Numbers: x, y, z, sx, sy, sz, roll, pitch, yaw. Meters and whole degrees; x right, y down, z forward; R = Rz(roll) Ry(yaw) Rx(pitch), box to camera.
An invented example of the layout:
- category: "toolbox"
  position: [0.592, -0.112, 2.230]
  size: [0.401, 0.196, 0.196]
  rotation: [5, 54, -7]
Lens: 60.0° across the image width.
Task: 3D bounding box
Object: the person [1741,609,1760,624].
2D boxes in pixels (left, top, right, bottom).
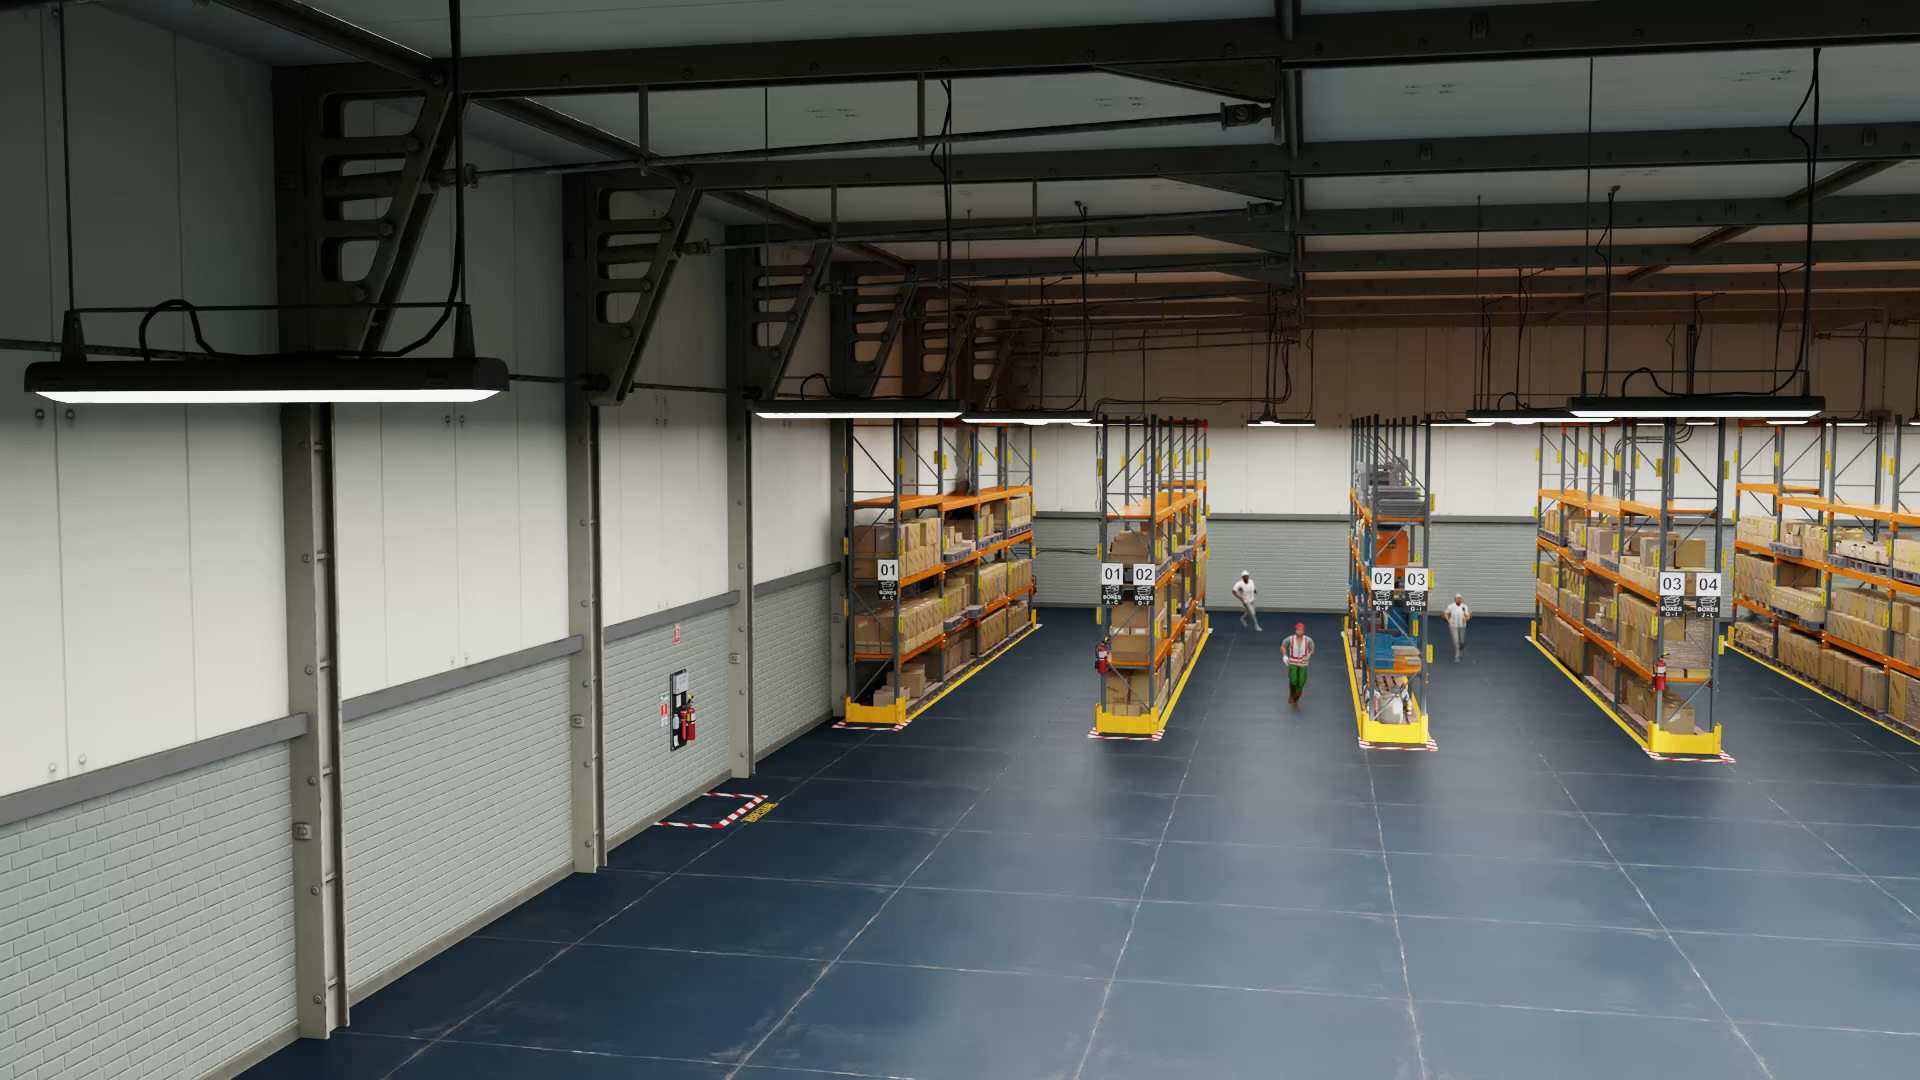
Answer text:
- category: "person"
  position: [21.458, 1.879, 45.001]
  size: [0.541, 1.708, 0.760]
  rotation: [4, 5, 43]

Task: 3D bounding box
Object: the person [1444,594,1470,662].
- category: "person"
  position: [12.313, 2.165, 41.162]
  size: [0.613, 1.660, 0.688]
  rotation: [1, 4, 9]

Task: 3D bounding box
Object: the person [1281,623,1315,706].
- category: "person"
  position: [6.945, 2.570, 34.104]
  size: [0.657, 1.736, 0.628]
  rotation: [0, 4, 5]

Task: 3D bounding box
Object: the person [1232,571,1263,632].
- category: "person"
  position: [8.099, 1.729, 47.250]
  size: [0.705, 1.716, 0.903]
  rotation: [-3, 5, -34]
